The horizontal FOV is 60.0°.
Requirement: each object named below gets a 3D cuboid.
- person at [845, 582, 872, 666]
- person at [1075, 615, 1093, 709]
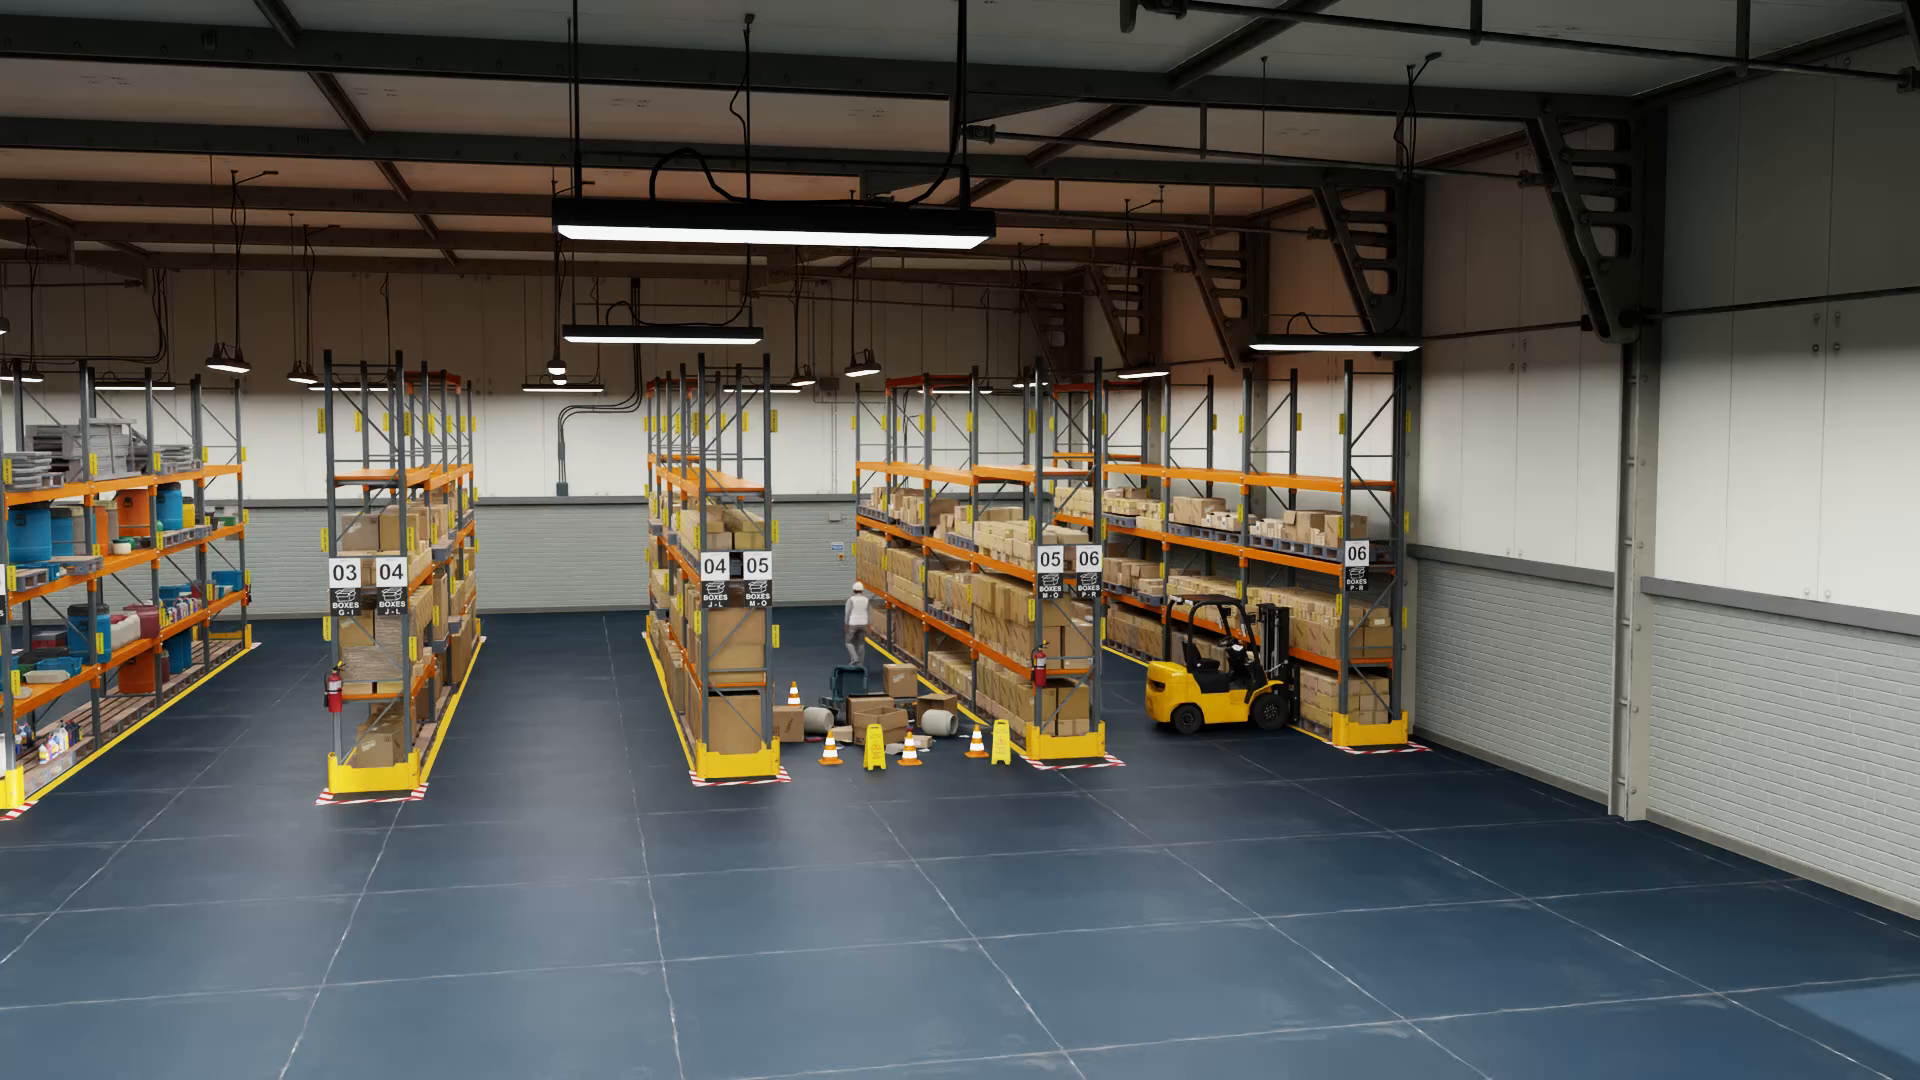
[{"bbox_3d":[-2.063,1.747,33.981,0.569,1.775,0.504,-2,4,-24],"label":"person"},{"bbox_3d":[2.258,2.179,29.186,0.507,1.705,0.606,-1,4,-16],"label":"person"}]
